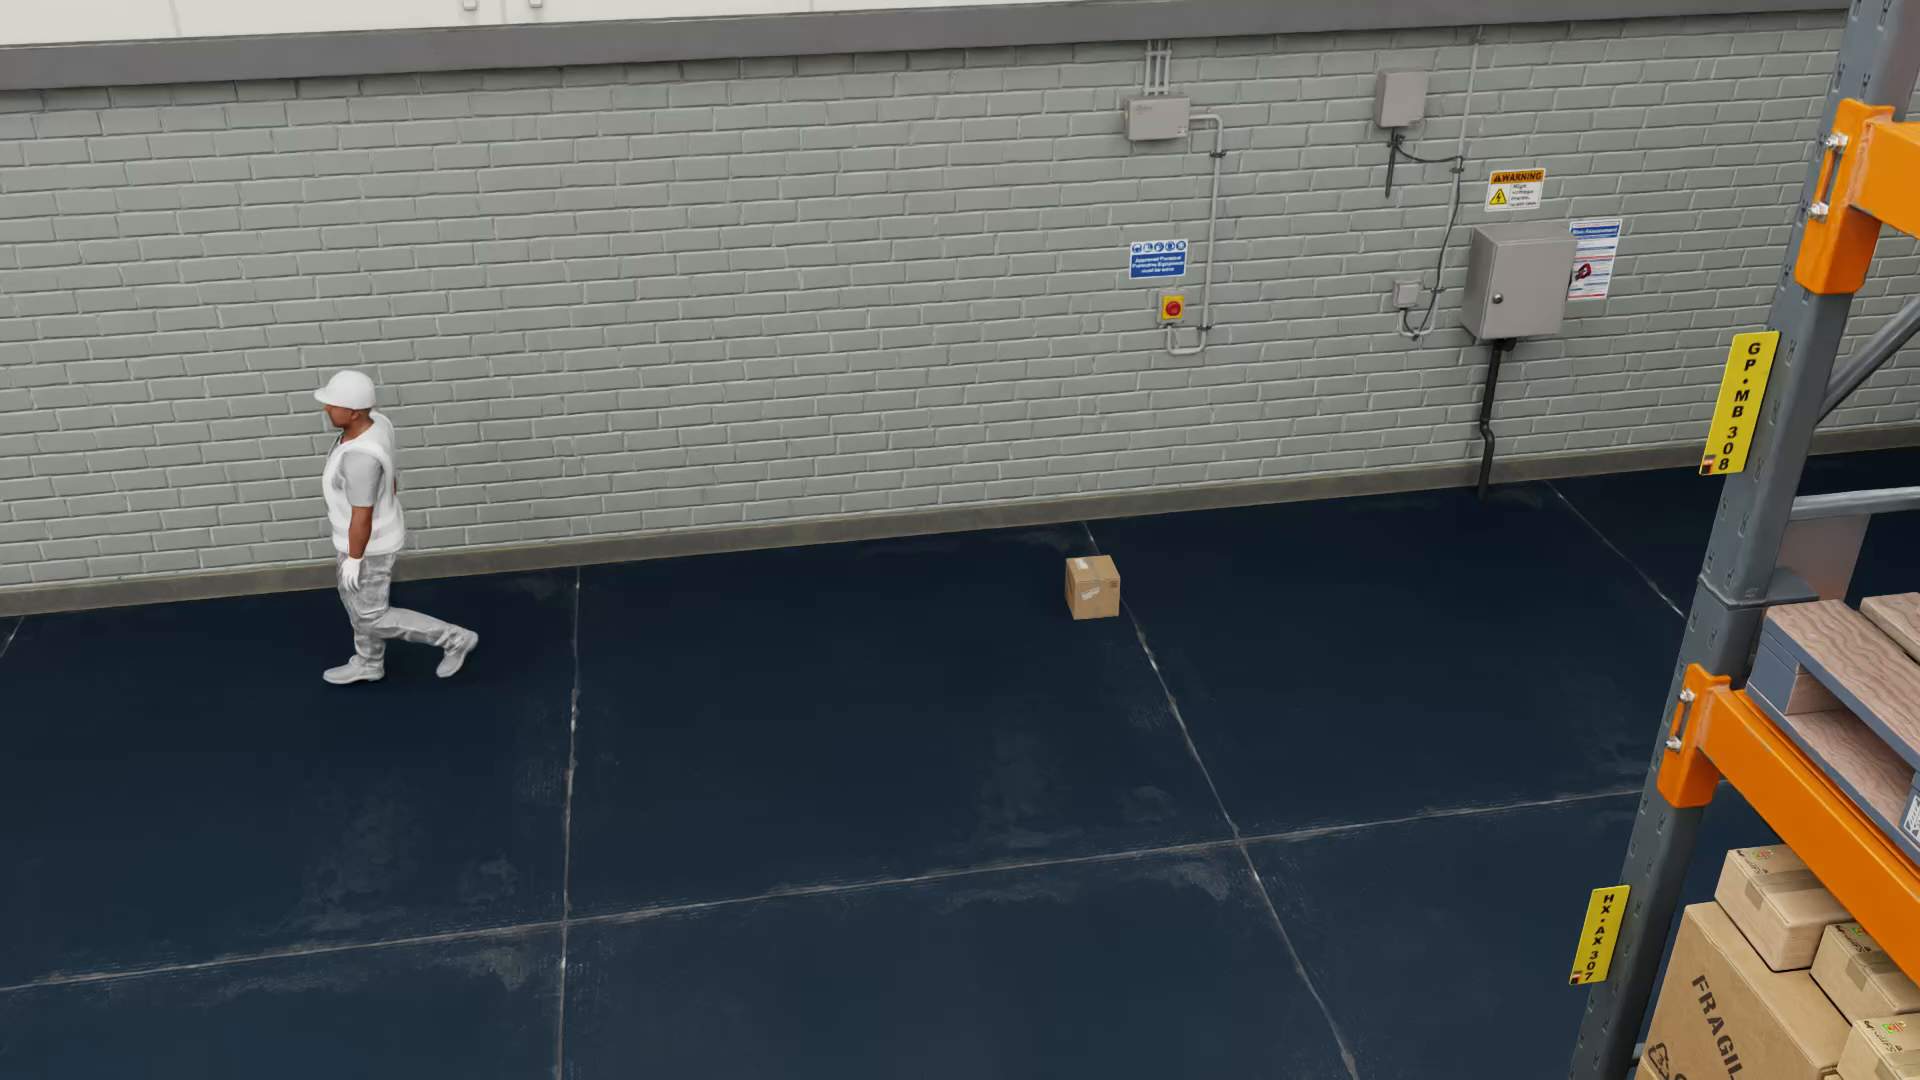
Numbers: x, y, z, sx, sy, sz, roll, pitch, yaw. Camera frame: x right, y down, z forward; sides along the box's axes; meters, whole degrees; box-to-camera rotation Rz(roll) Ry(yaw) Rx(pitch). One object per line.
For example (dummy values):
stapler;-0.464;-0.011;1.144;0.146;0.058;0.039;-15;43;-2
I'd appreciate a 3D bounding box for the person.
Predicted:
person;-2.868;-0.023;8.147;0.812;1.761;0.571;-8;31;-13
